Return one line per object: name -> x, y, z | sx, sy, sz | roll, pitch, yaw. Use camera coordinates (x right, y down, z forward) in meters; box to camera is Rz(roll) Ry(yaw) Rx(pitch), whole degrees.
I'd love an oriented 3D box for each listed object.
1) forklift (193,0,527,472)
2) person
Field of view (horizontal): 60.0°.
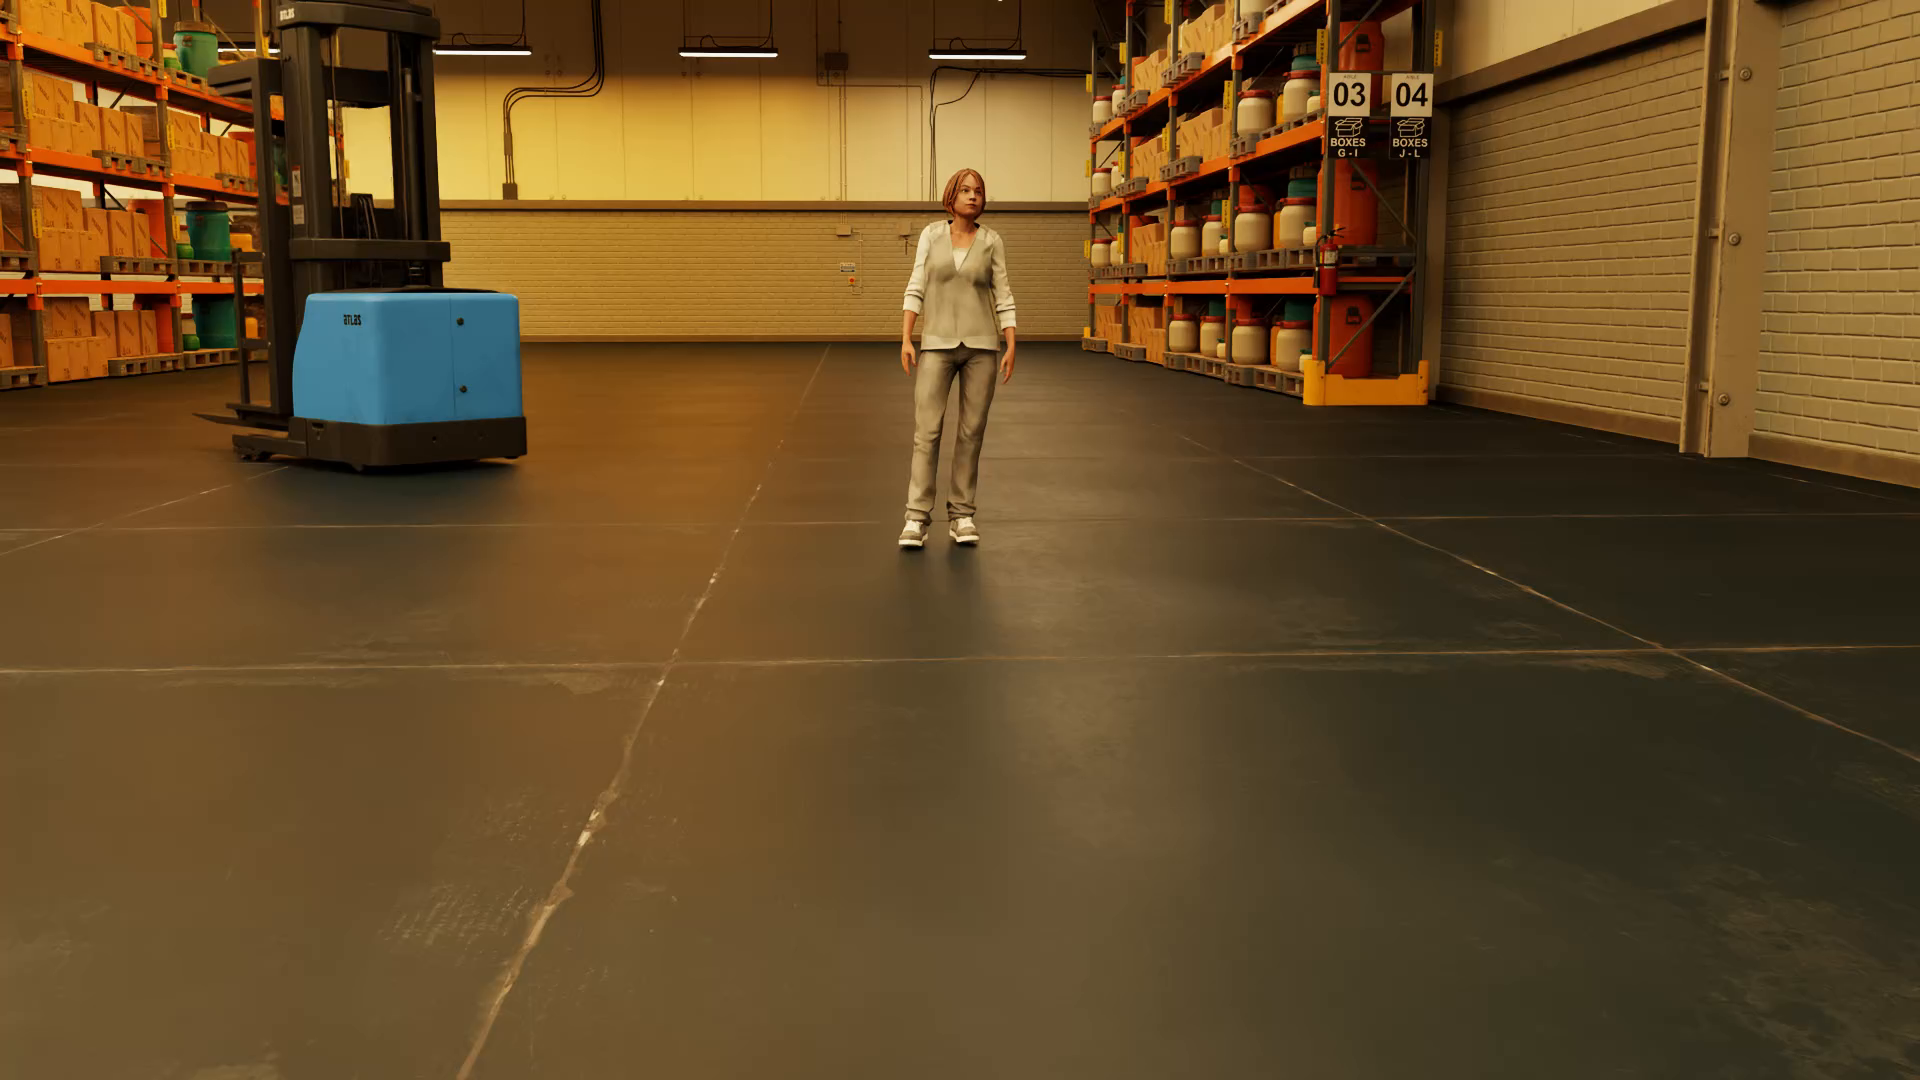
forklift -> -4.134, -2.012, 10.879 | 3.031, 2.935, 1.130 | 8, 12, 43
person -> -0.010, -0.786, 7.118 | 0.520, 1.597, 0.475 | -1, 8, -4
